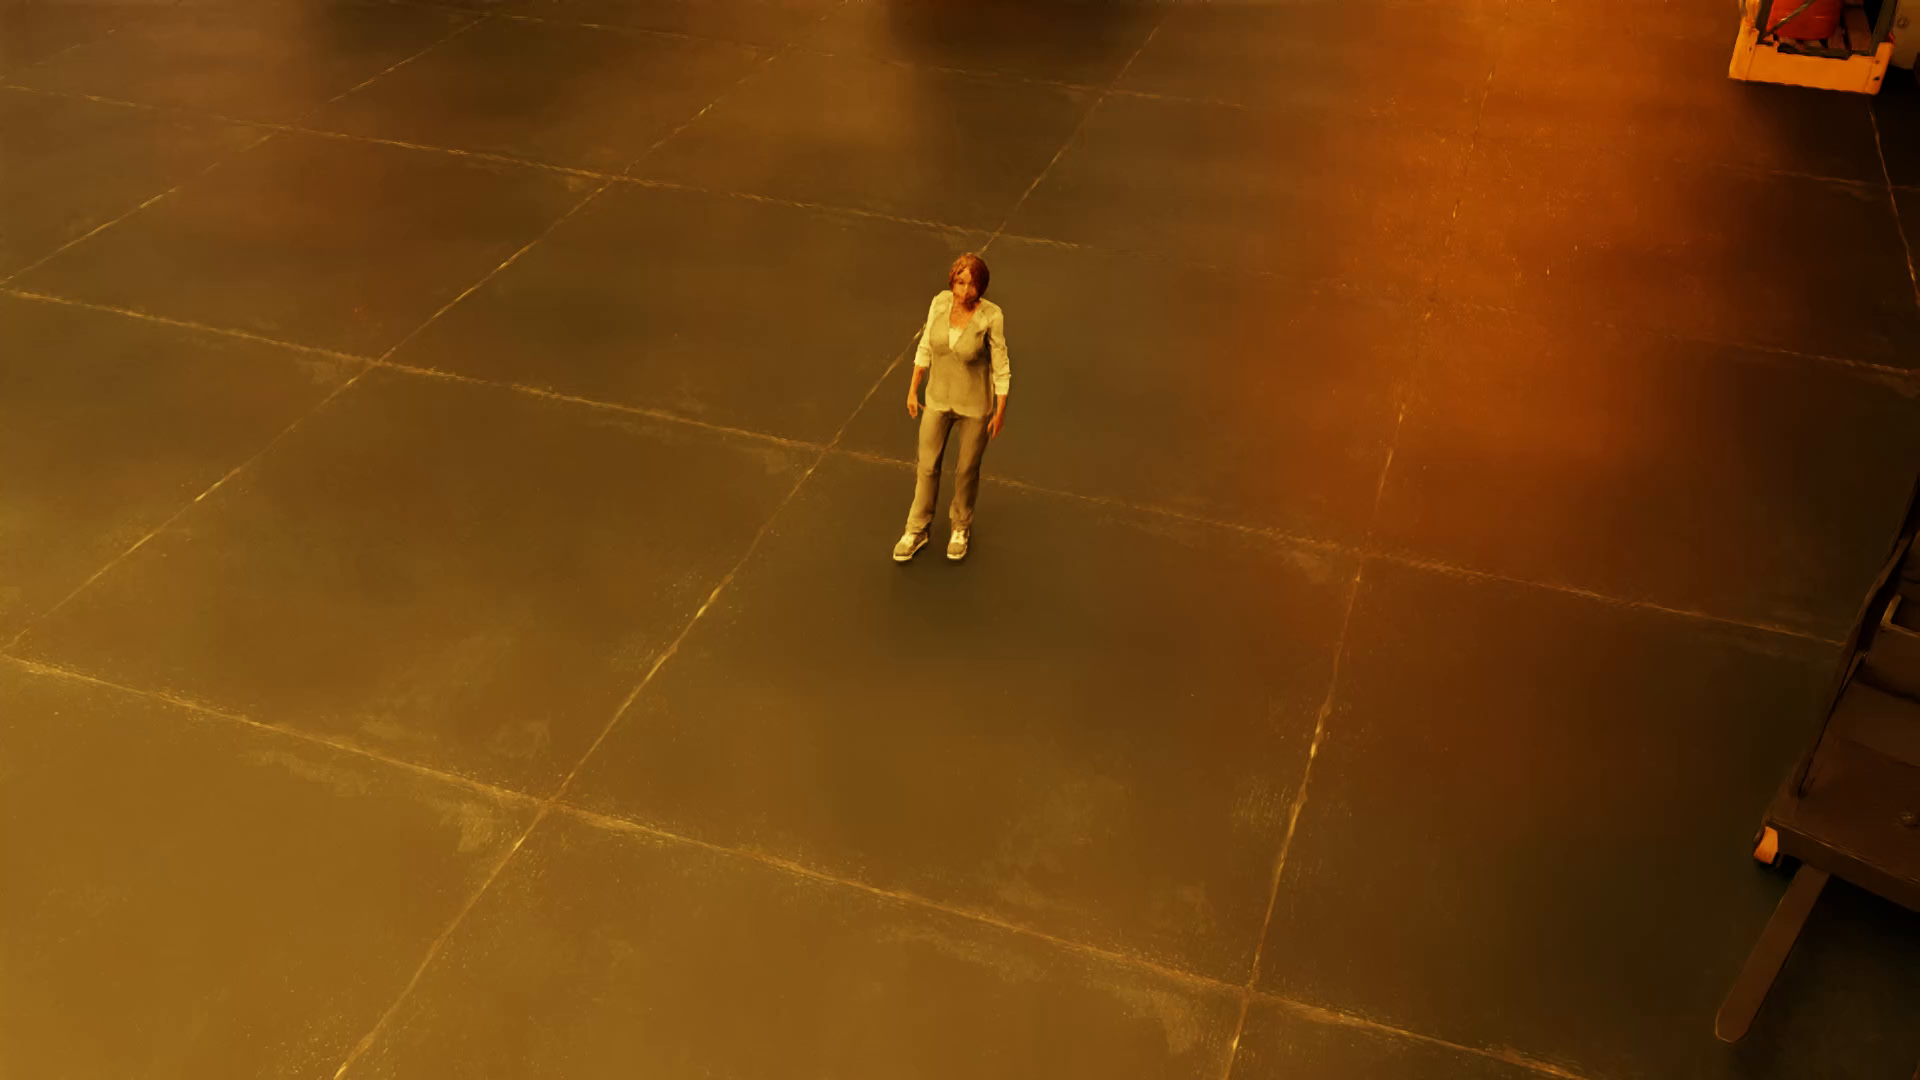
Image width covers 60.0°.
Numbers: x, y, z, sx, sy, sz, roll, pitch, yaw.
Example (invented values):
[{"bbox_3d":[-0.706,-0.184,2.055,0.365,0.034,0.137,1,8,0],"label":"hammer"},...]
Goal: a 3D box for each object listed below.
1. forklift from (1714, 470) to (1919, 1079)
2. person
[{"bbox_3d":[3.862,0.164,5.880,1.130,2.935,3.031,25,43,31],"label":"forklift"},{"bbox_3d":[-0.038,-0.620,8.126,0.521,1.597,0.474,12,37,16],"label":"person"}]
